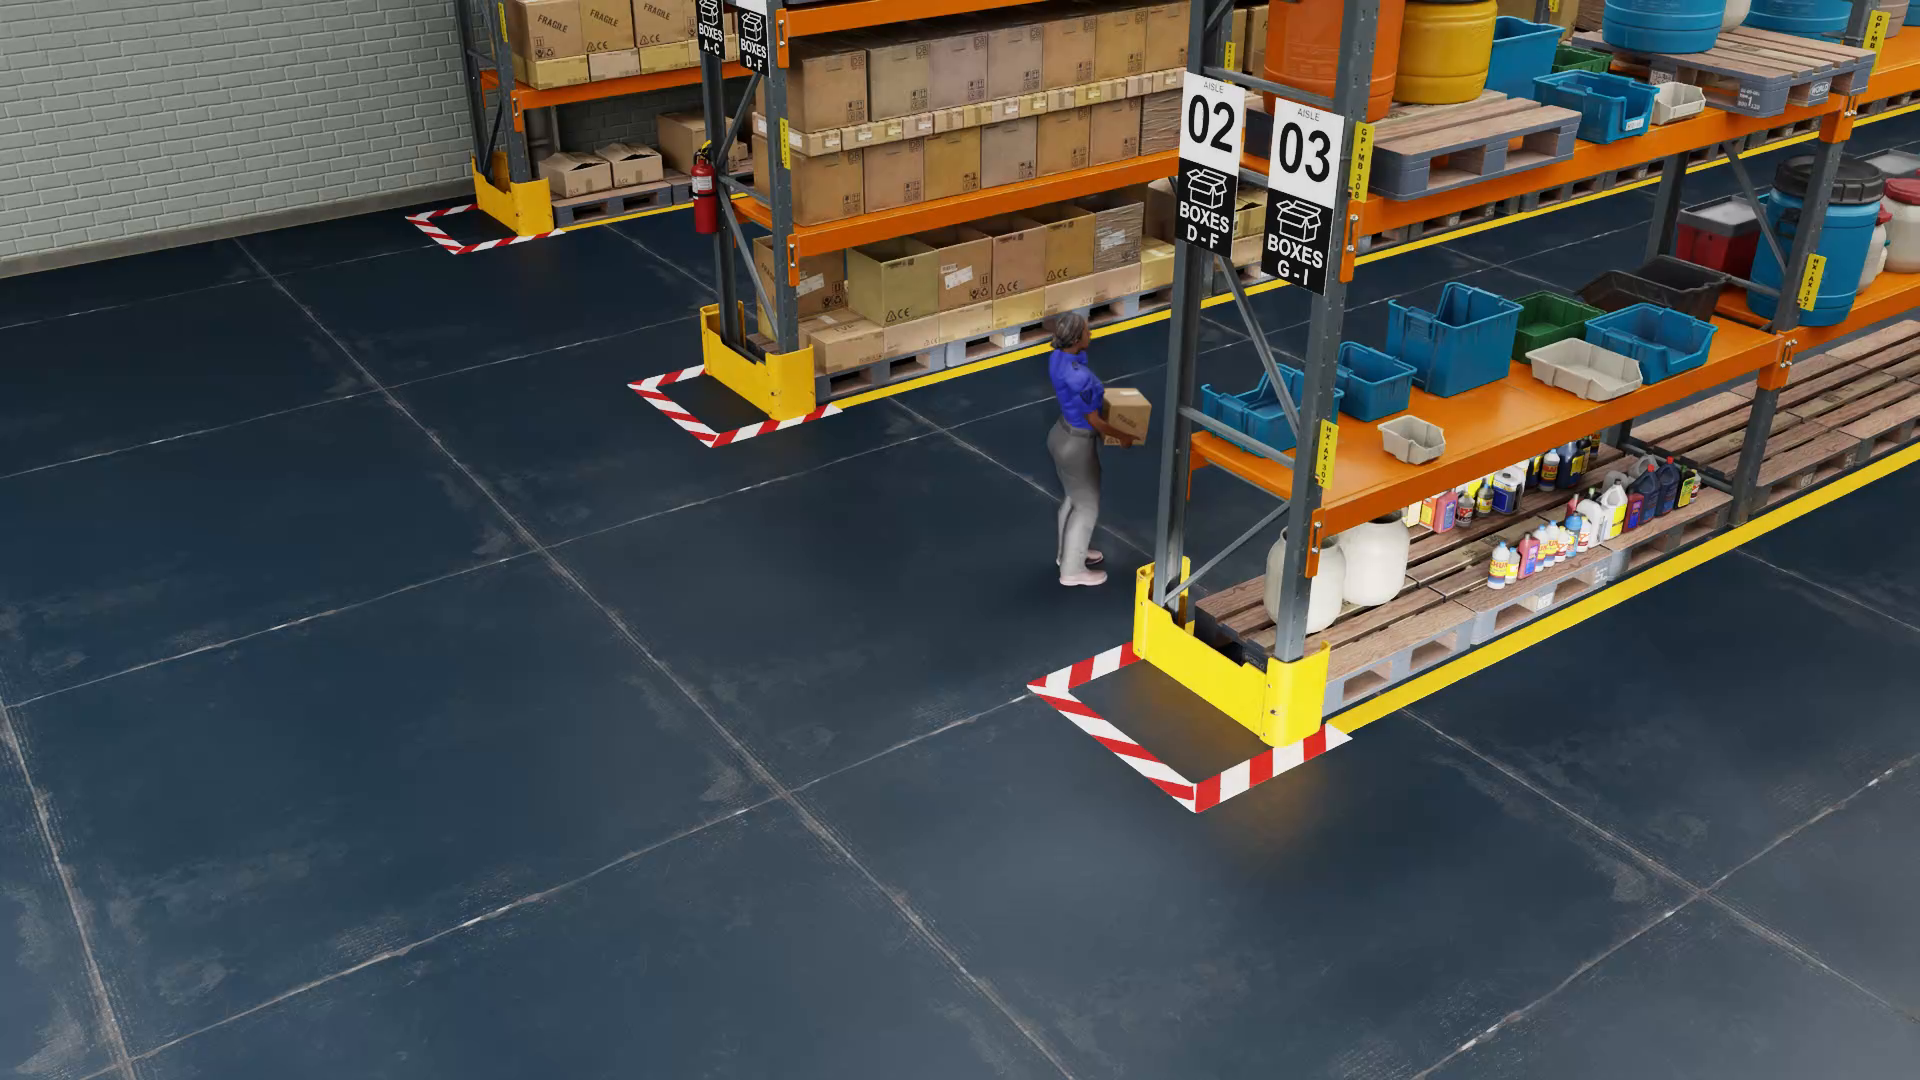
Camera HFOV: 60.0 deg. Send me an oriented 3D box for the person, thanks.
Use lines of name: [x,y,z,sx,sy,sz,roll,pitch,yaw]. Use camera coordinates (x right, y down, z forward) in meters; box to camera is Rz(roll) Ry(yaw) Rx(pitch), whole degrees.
person: [0.753,-0.538,9.620,0.515,1.651,0.451,-7,30,-13]
